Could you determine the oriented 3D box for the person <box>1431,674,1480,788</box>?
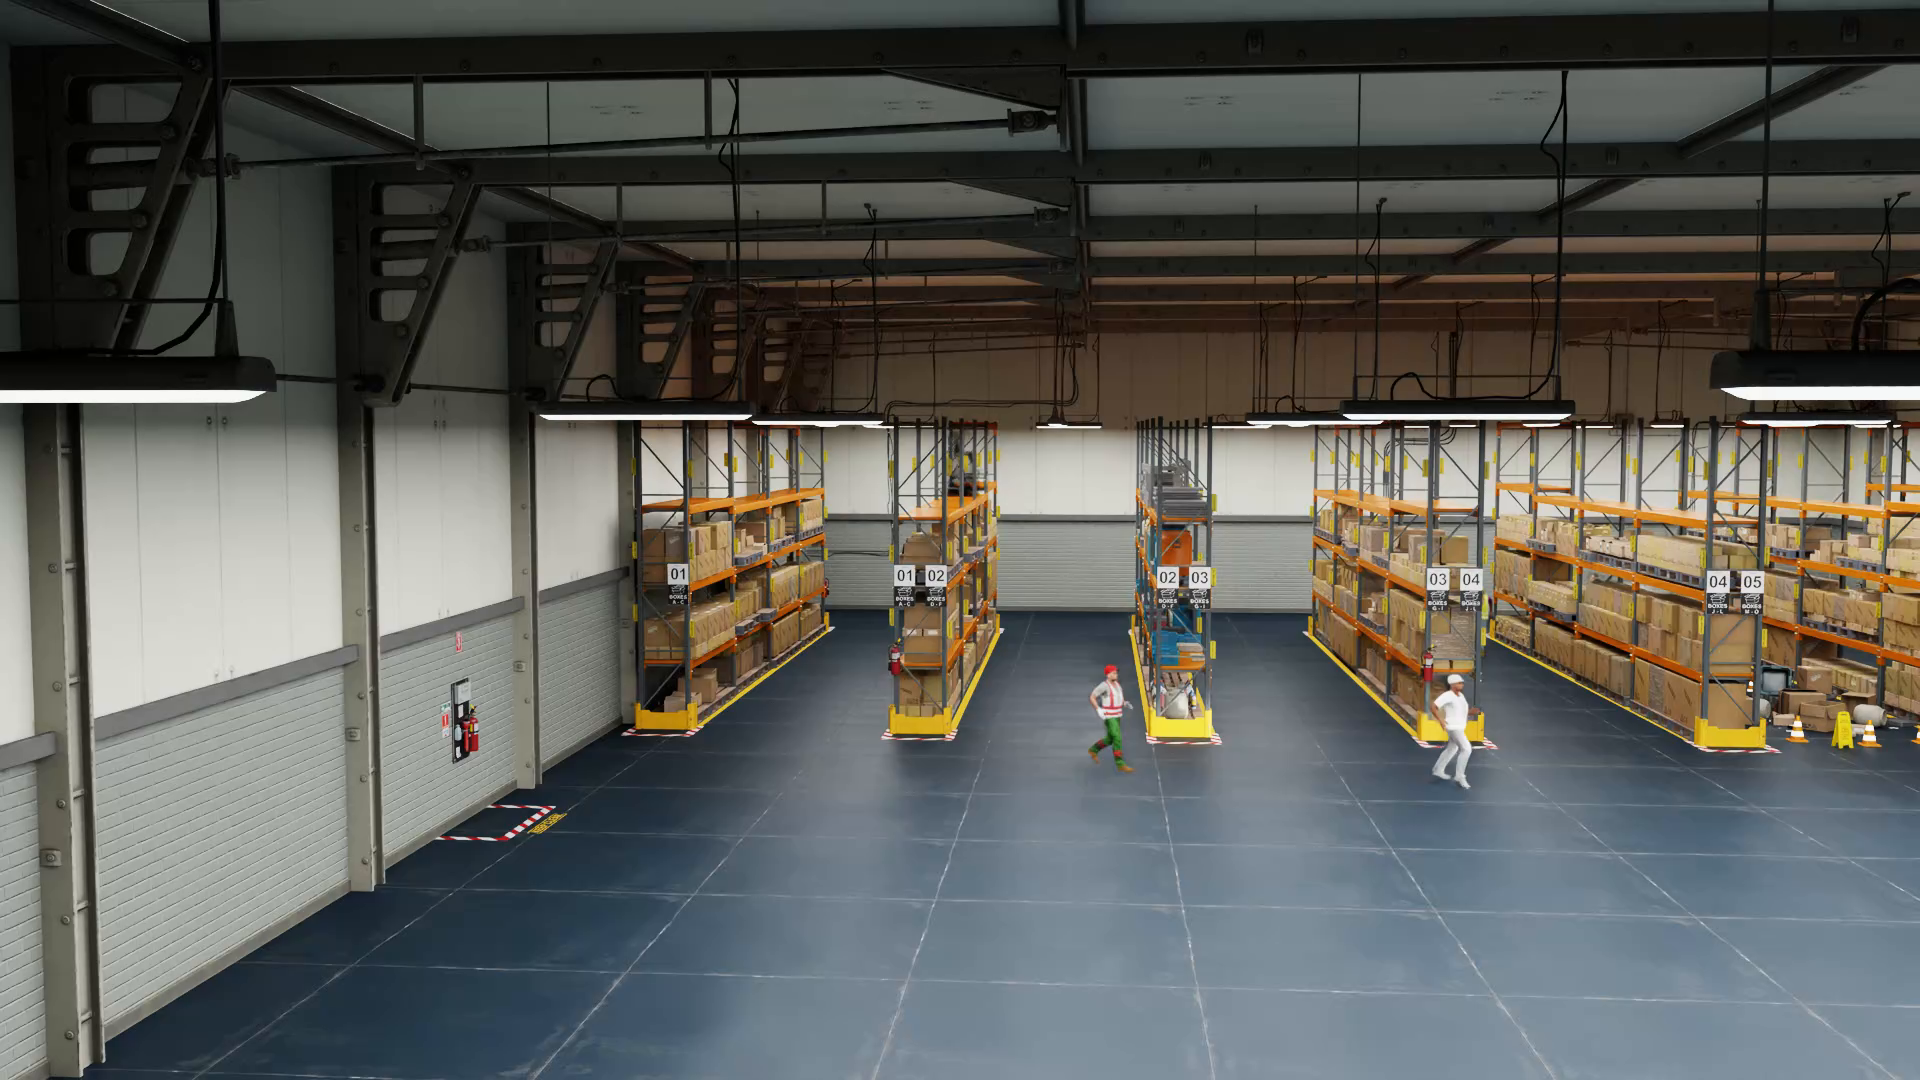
[{"bbox_3d":[8.021,3.084,26.926,0.764,1.830,0.674,2,4,34],"label":"person"}]

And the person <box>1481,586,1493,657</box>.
[{"bbox_3d":[13.334,2.055,42.695,0.728,1.780,1.020,0,4,3],"label":"person"}]

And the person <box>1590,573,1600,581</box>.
[{"bbox_3d":[18.118,1.796,47.345,0.774,1.751,0.585,1,4,11],"label":"person"}]

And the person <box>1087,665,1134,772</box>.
[{"bbox_3d":[2.529,2.980,28.021,0.977,1.768,0.666,3,5,38],"label":"person"}]
